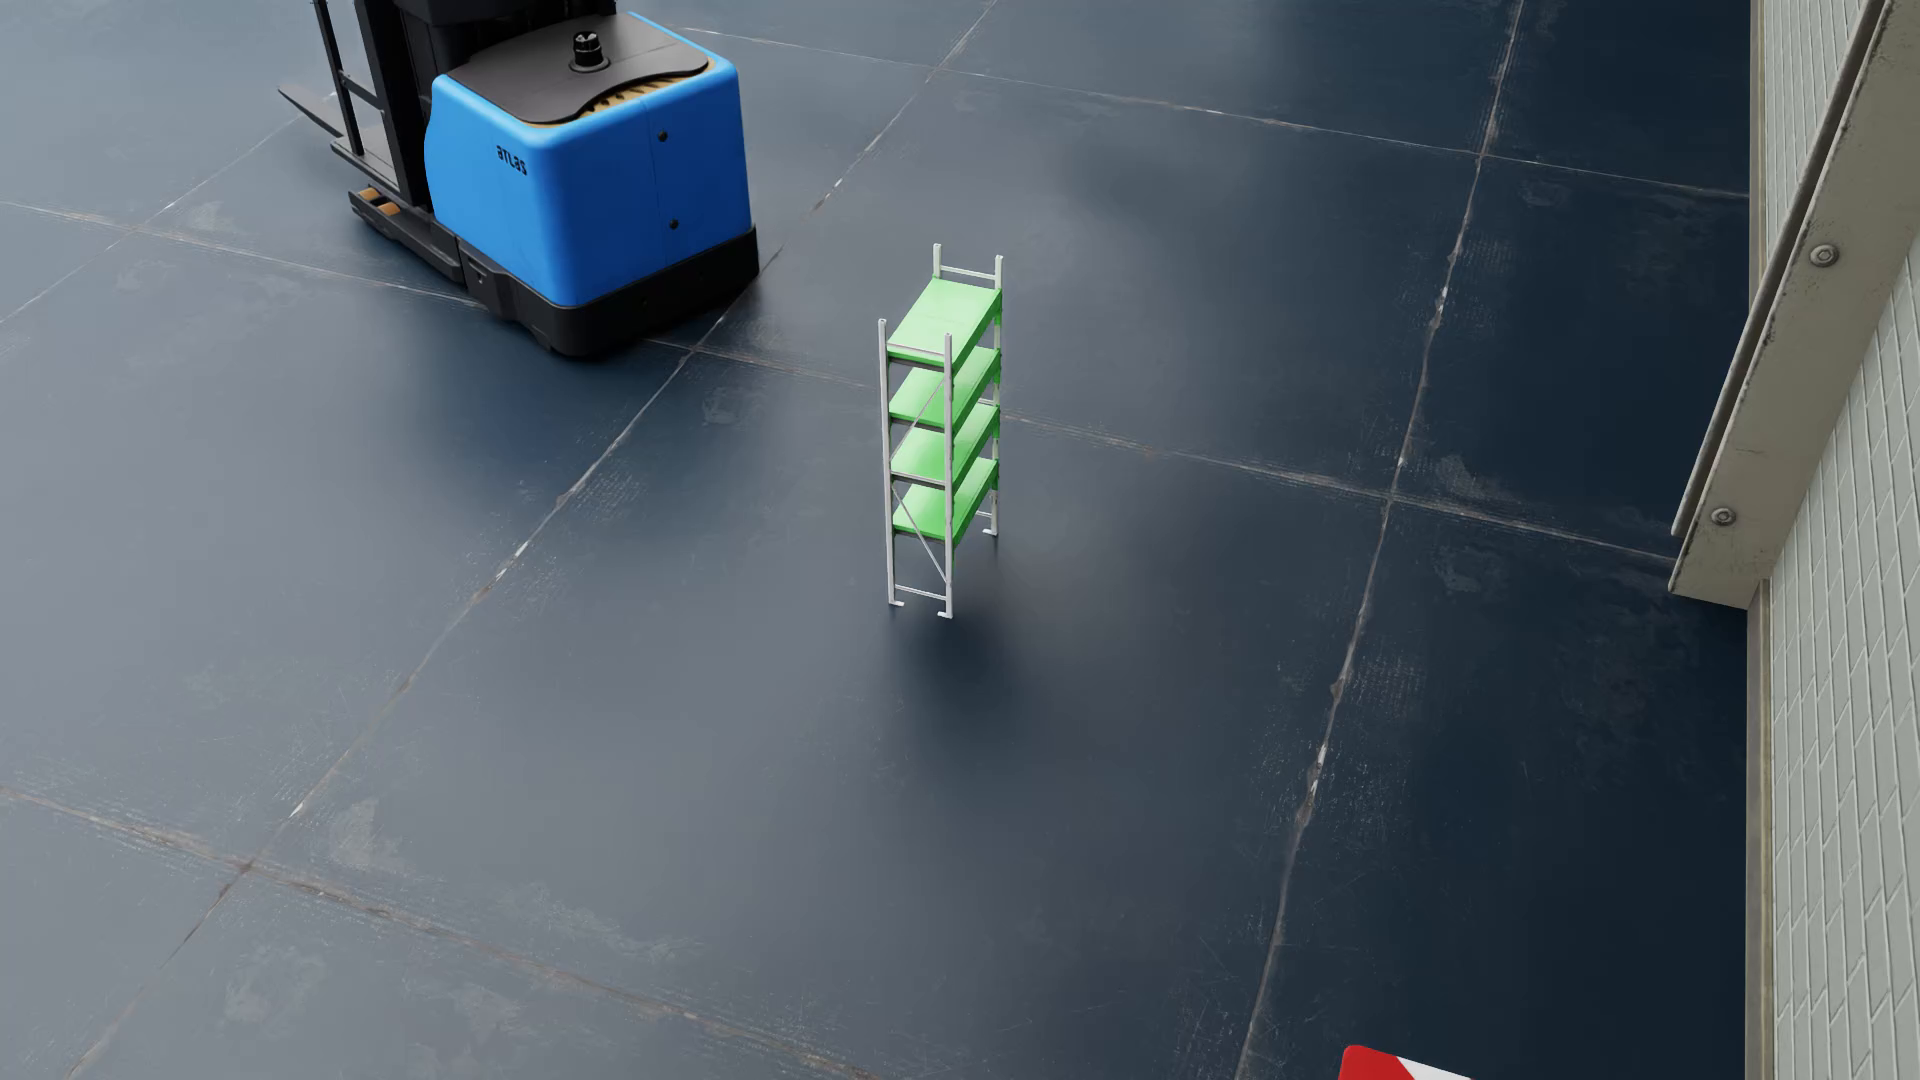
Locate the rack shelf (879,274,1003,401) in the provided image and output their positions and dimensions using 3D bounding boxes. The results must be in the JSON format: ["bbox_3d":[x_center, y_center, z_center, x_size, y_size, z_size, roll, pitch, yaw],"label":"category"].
[{"bbox_3d":[-0.057,-0.672,5.472,0.258,0.148,0.480,13,42,15],"label":"rack shelf"}]

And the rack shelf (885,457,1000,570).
[{"bbox_3d":[-0.057,-0.124,5.939,0.258,0.148,0.480,13,42,15],"label":"rack shelf"}]

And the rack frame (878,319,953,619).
[{"bbox_3d":[-0.140,-0.207,5.568,0.240,1.200,0.015,13,42,15],"label":"rack frame"}]

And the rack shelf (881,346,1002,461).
[{"bbox_3d":[-0.057,-0.489,5.628,0.258,0.148,0.480,13,42,15],"label":"rack shelf"}]

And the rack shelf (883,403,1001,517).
[{"bbox_3d":[-0.057,-0.307,5.784,0.258,0.148,0.480,13,42,15],"label":"rack shelf"}]

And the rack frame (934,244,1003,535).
[{"bbox_3d":[0.027,-0.504,5.917,0.240,1.200,0.015,13,42,15],"label":"rack frame"}]

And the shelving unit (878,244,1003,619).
[{"bbox_3d":[-0.057,-0.355,5.742,0.258,1.200,0.503,13,42,15],"label":"shelving unit"}]

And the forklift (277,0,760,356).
[{"bbox_3d":[-2.290,-2.758,7.224,1.130,2.935,3.031,-32,50,-32],"label":"forklift"}]

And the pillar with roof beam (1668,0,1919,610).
[{"bbox_3d":[-1.266,-4.276,4.329,9.100,9.000,0.400,13,42,15],"label":"pillar with roof beam"}]
